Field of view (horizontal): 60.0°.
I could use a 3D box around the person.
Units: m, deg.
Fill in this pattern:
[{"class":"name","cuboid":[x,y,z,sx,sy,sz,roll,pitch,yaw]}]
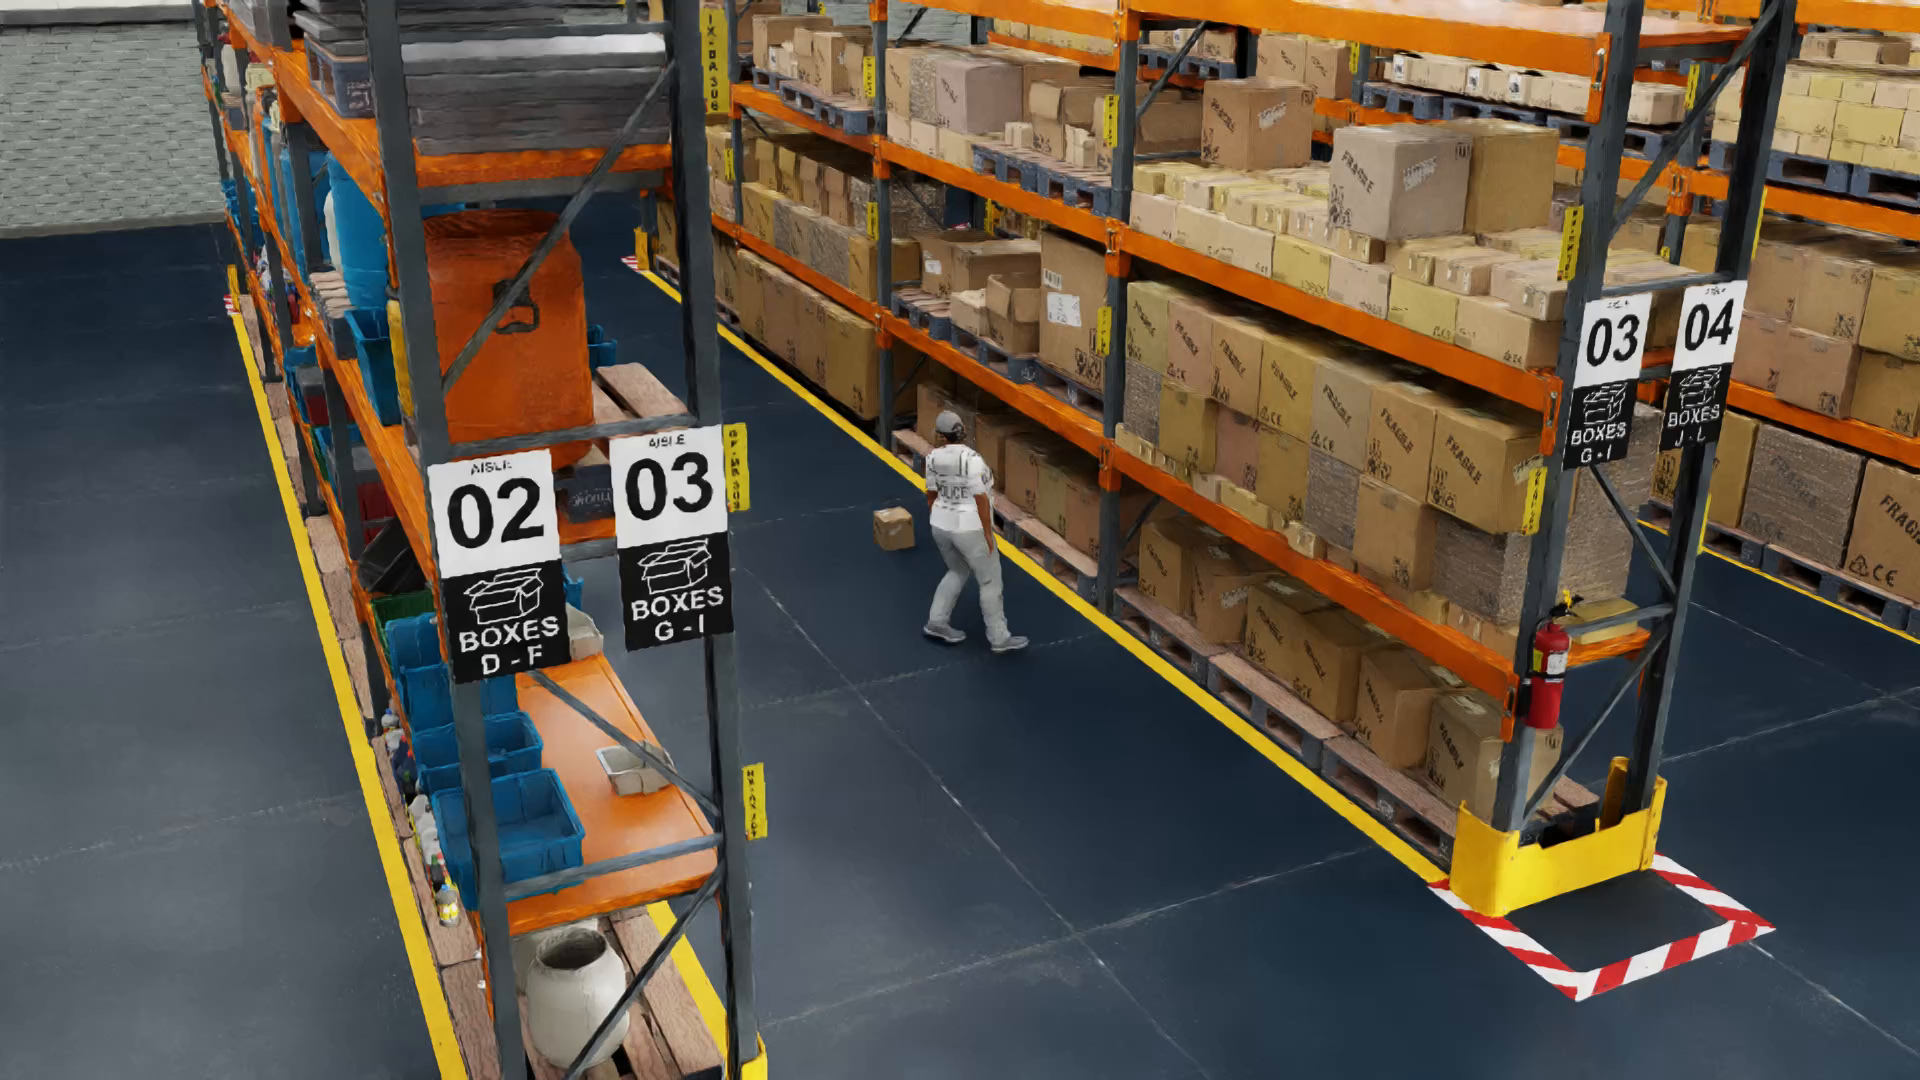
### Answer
[{"class":"person","cuboid":[0.097,-0.053,11.160,0.695,1.639,0.431,19,29,38]}]
